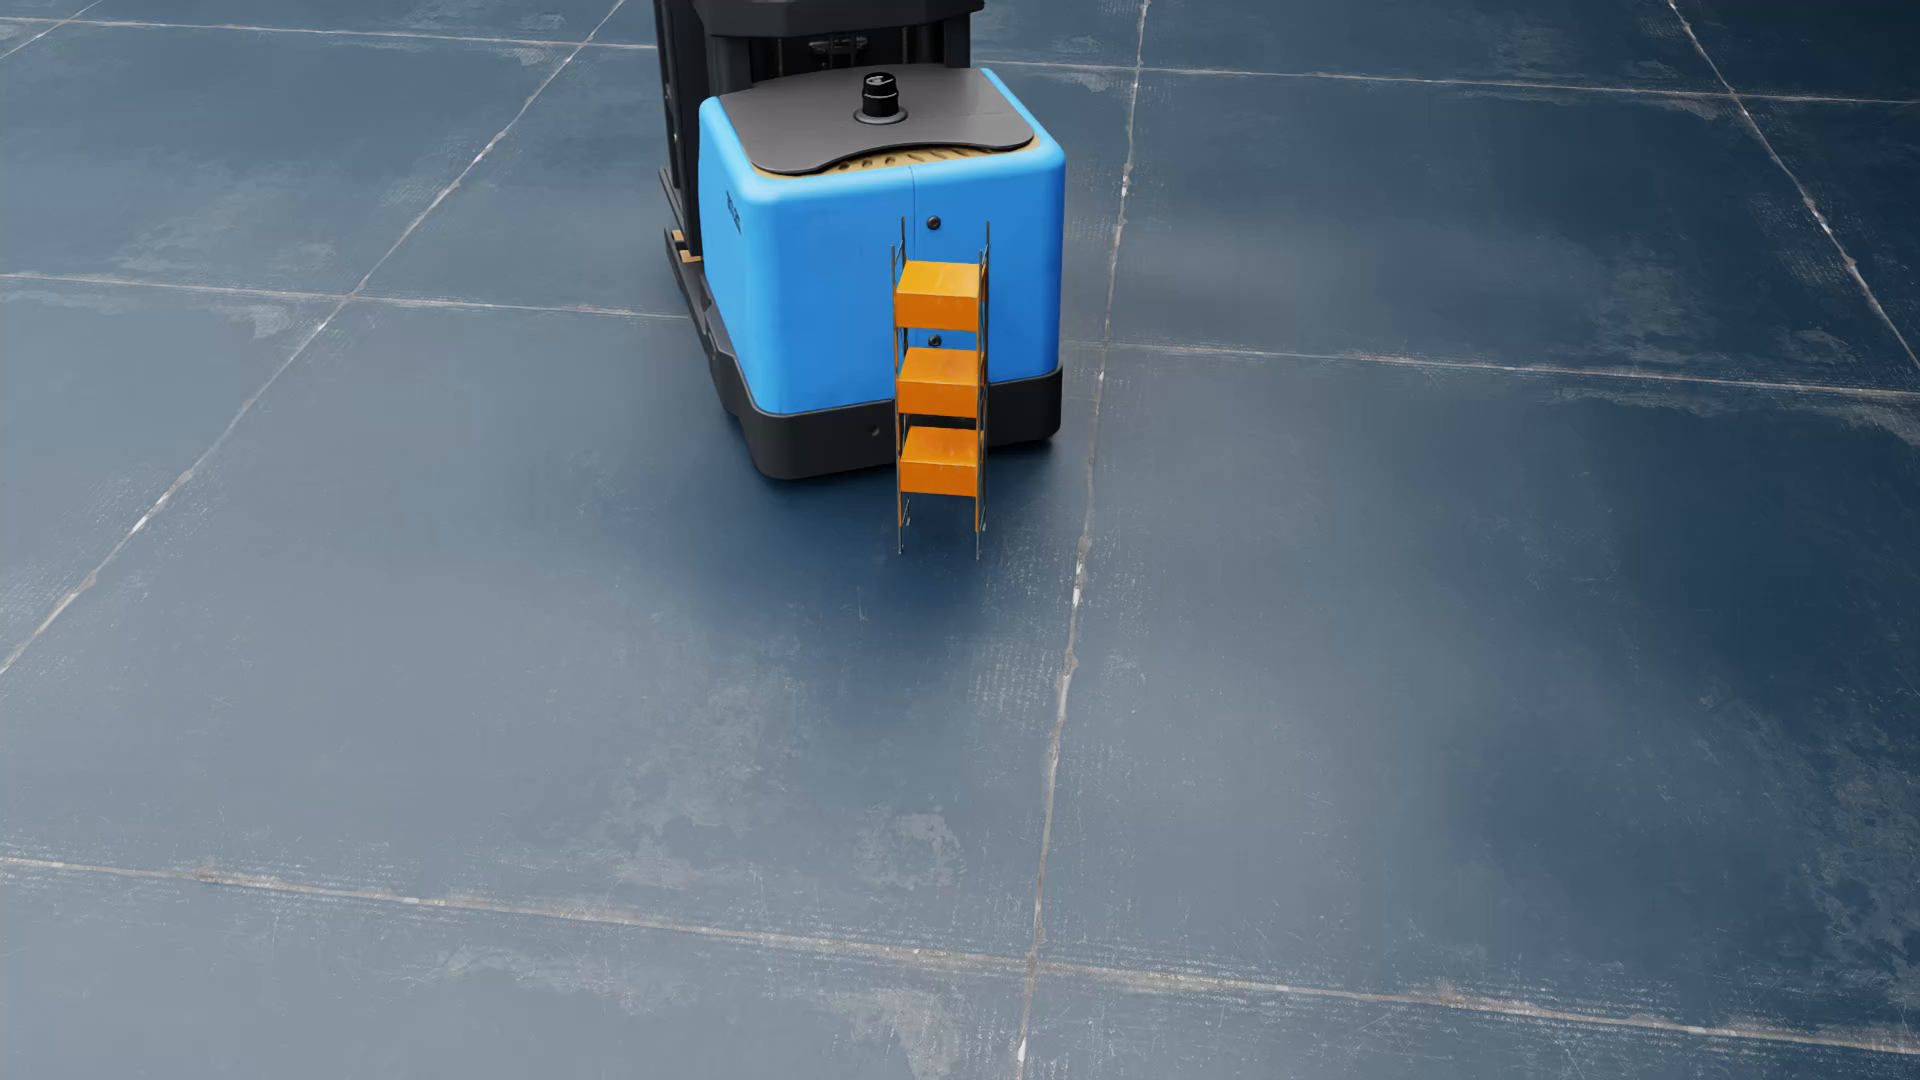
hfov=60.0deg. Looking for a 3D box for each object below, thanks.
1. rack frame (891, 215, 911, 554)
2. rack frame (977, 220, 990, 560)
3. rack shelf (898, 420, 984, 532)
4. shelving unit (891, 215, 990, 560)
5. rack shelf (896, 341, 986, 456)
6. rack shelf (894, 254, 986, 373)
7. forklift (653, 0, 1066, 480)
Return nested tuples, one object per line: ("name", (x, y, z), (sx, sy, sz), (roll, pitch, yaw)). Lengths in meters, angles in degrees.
("rack frame", (-0.174, -0.440, 4.963), (0.008, 1.050, 0.200), (4, 36, 6))
("rack frame", (0.068, -0.422, 4.938), (0.008, 1.050, 0.200), (4, 36, 6))
("rack shelf", (-0.053, -0.196, 5.118), (0.240, 0.259, 0.215), (4, 36, 6))
("shelving unit", (-0.053, -0.431, 4.951), (0.252, 1.050, 0.215), (4, 36, 6))
("rack shelf", (-0.053, -0.423, 4.957), (0.240, 0.259, 0.215), (4, 36, 6))
("rack shelf", (-0.053, -0.654, 4.792), (0.240, 0.259, 0.215), (4, 36, 6))
("forklift", (-0.571, -2.244, 5.871), (1.130, 2.935, 3.031), (-10, 37, -14))
